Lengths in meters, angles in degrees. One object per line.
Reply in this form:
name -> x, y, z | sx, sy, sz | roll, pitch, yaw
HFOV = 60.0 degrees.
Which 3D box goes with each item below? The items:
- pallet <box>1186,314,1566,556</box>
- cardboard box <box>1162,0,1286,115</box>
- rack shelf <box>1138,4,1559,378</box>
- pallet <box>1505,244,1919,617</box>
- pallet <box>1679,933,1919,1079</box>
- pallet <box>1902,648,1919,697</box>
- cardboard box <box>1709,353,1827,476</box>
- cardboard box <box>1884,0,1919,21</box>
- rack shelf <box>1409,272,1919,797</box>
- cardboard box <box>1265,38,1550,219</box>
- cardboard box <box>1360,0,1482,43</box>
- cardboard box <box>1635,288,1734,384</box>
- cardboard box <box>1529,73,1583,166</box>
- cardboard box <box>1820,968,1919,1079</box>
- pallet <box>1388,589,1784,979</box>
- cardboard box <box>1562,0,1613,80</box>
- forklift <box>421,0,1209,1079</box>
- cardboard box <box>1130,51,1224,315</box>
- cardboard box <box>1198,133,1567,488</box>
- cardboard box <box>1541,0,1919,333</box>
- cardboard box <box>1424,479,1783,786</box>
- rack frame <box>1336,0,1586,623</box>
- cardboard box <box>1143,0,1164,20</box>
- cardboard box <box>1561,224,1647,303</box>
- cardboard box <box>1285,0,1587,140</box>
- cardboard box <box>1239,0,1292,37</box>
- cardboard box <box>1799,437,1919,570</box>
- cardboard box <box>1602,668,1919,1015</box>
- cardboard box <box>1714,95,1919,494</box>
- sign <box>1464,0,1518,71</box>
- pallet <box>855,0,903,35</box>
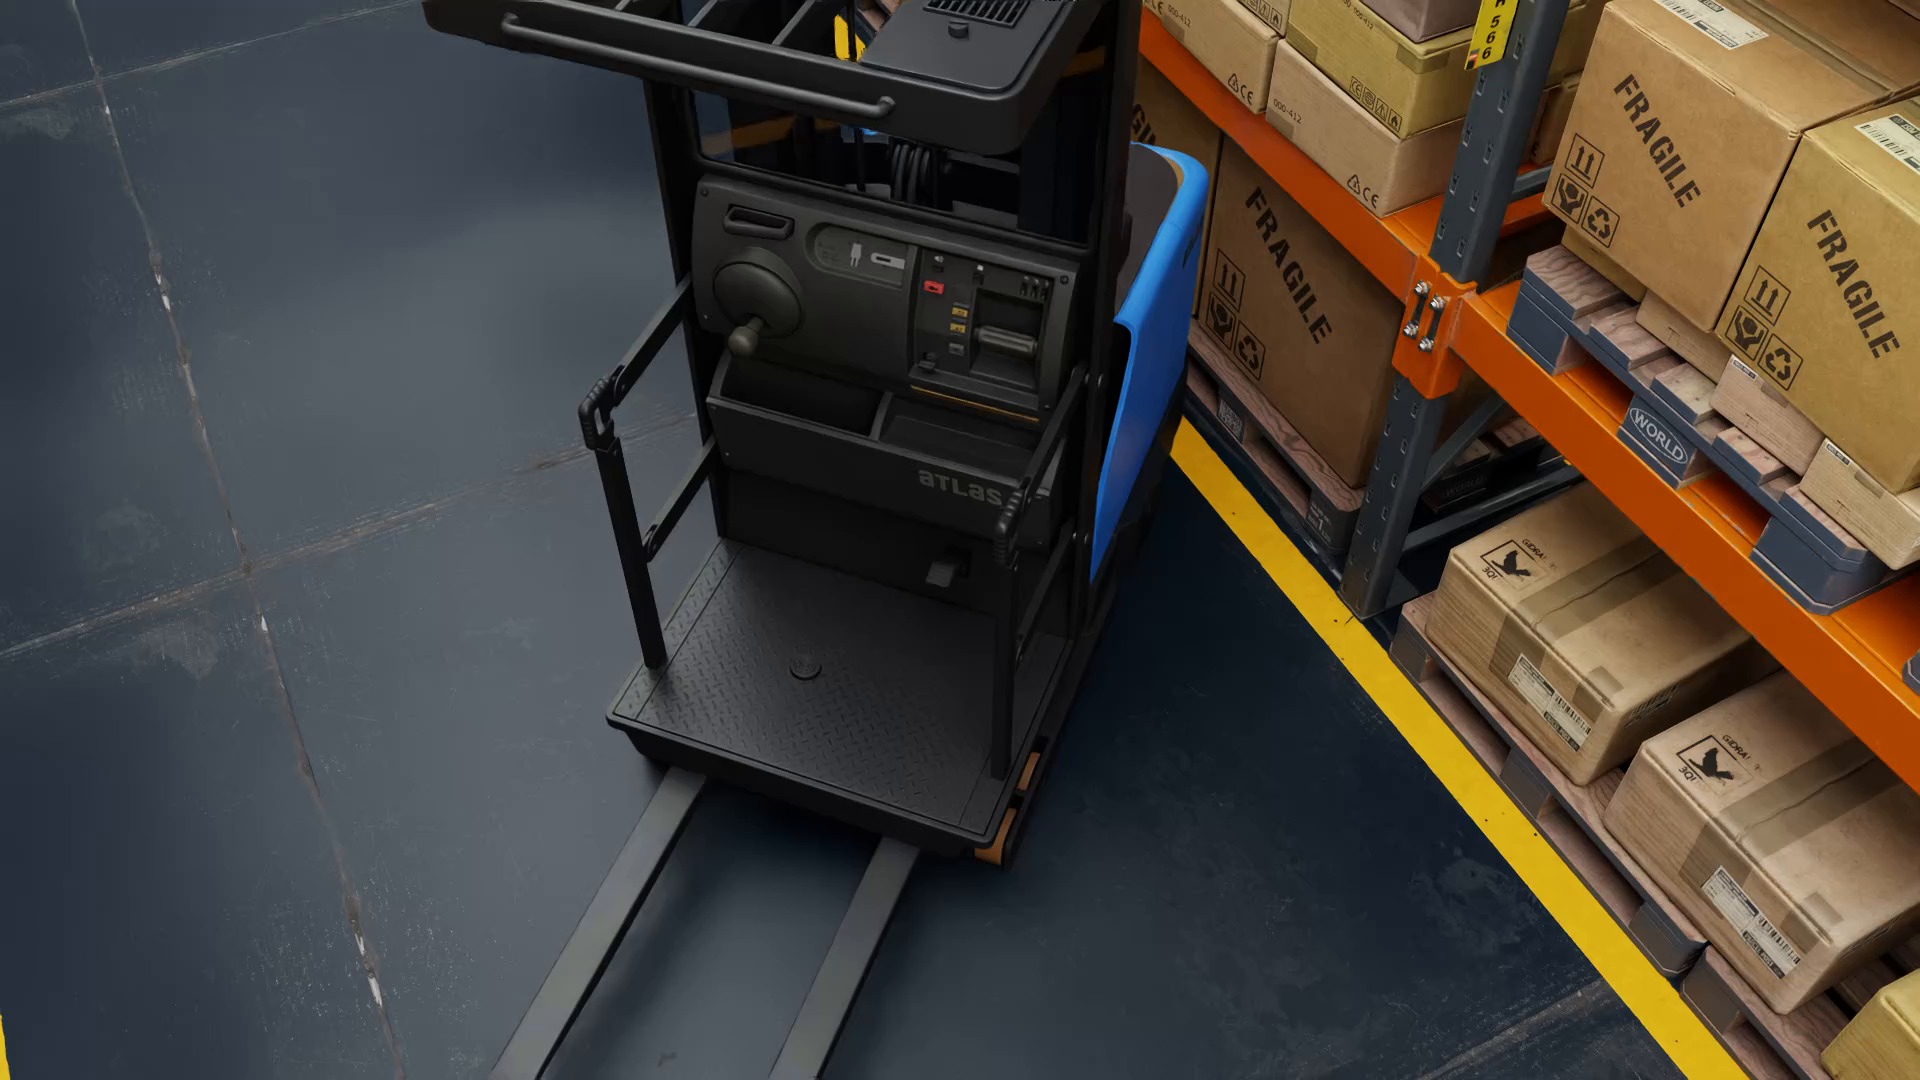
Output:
pallet -> 1.332, -0.586, 5.622 | 1.003, 0.211, 1.213 | -21, 52, -18
cardboard box -> 0.916, -1.486, 4.657 | 0.500, 0.250, 0.500 | -20, 52, -17
rack shelf -> 0.711, -2.052, 5.530 | 1.077, 0.370, 4.000 | -21, 52, -18
pallet -> 2.047, -0.447, 3.775 | 1.213, 0.211, 1.003 | -21, 52, -18
pallet -> 2.537, 1.307, 3.967 | 1.003, 0.211, 1.213 | -21, 52, -18
pallet -> 2.568, 0.424, 3.014 | 1.003, 0.211, 1.213 | -21, 52, -18
cardboard box -> 1.793, -0.324, 3.429 | 0.380, 0.149, 0.250 | -24, 53, -20
cardboard box -> 2.081, -1.011, 3.598 | 0.500, 0.500, 0.500 | -23, 53, -19
rack shelf -> 2.541, 0.625, 3.188 | 1.077, 0.370, 4.000 | -21, 52, -18
cardboard box -> 1.164, -1.150, 4.363 | 0.500, 0.250, 0.500 | -23, 53, -19
cardboard box -> 1.157, -1.568, 3.898 | 0.500, 0.500, 0.500 | -22, 53, -18
cardboard box -> 1.709, -0.523, 3.603 | 0.380, 0.149, 0.250 | -24, 53, -20
cardboard box -> 1.626, -1.315, 4.507 | 0.500, 0.250, 0.500 | -22, 52, -18
cardboard box -> 2.563, 1.159, 3.710 | 0.950, 0.372, 0.625 | -20, 52, -16
pallet -> 1.982, 0.491, 4.680 | 1.003, 0.211, 1.213 | -21, 52, -18
cardboard box -> 1.614, -1.490, 4.328 | 0.500, 0.250, 0.500 | -22, 52, -18
forklift -> -0.264, -0.455, 3.701 | 1.130, 2.935, 3.031 | 16, 51, 14
cardboard box -> 0.980, -1.478, 5.683 | 0.875, 0.875, 0.875 | -21, 52, -17
cardboard box -> 1.384, -0.880, 5.159 | 0.875, 0.875, 0.875 | -22, 52, -18
cardboard box -> 1.626, -0.838, 3.447 | 0.500, 0.500, 0.500 | -23, 53, -19
cardboard box -> 1.876, 0.158, 4.586 | 0.950, 0.372, 0.625 | -24, 53, -20
rack frame -> 1.626, -0.950, 4.088 | 1.000, 3.000, 0.127 | -21, 52, -18
cardboard box -> 0.700, -1.829, 4.956 | 0.500, 0.250, 0.500 | -22, 52, -18
cardboard box -> 1.610, -0.724, 3.778 | 0.380, 0.149, 0.250 | -24, 53, -20
cardboard box -> 1.179, -1.302, 4.164 | 0.500, 0.250, 0.500 | -21, 52, -18
cardboard box -> 0.941, -1.644, 4.463 | 0.500, 0.250, 0.500 | -22, 53, -18
cardboard box -> 1.901, -0.133, 3.262 | 0.380, 0.149, 0.250 | -21, 52, -17
cardboard box -> 2.221, 0.649, 4.156 | 0.950, 0.372, 0.625 | -22, 52, -18
cardboard box -> 1.871, -0.492, 3.145 | 0.500, 0.500, 0.500 | -19, 51, -16
sign -> 1.134, -1.138, 3.483 | 0.100, 0.325, 0.005 | -21, 52, -18
pallet -> 0.216, -2.219, 7.050 | 1.003, 0.211, 1.213 | -21, 52, -18
